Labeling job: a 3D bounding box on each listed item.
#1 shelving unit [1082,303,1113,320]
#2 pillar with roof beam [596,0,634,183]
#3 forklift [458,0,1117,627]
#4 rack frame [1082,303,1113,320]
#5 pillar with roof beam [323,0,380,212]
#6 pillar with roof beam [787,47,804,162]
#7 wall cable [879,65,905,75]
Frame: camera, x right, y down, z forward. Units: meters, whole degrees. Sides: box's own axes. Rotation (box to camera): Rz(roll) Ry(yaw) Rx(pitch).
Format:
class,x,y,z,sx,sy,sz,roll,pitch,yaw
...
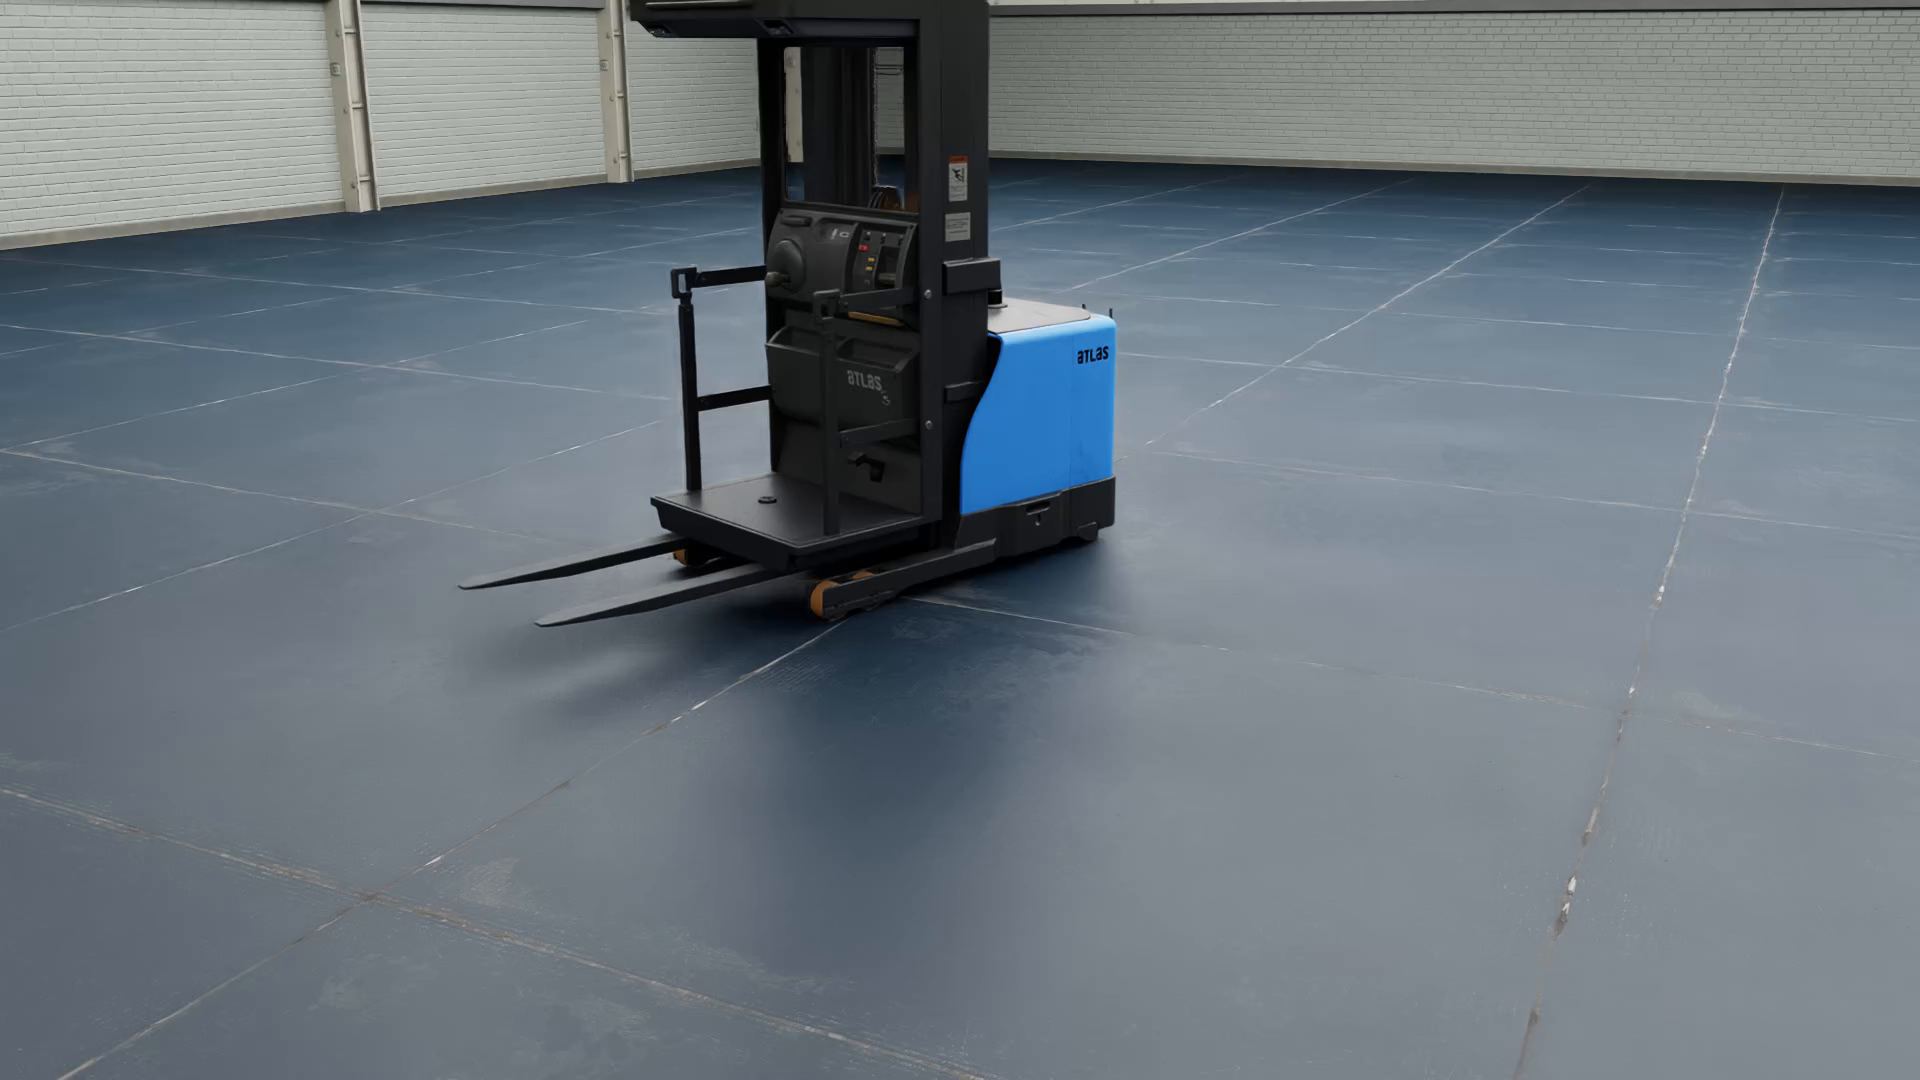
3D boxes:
class,x,y,z,sx,sy,sz,roll,pitch,yaw
shelving unit,0.592,-0.636,8.321,0.252,1.050,0.215,-15,22,-41
pillar with roof beam,-2.117,-10.061,26.093,9.100,9.000,0.400,8,18,25
forklift,-0.672,-1.236,7.037,3.031,2.935,1.130,-15,22,-41
rack frame,0.682,-0.660,8.401,0.008,1.050,0.200,-15,22,-41
pillar with roof beam,-4.798,-8.533,20.948,9.100,9.000,0.400,8,18,25
pillar with roof beam,0.564,-11.589,31.239,9.100,9.000,0.400,8,18,25
wall cable,-0.787,-11.231,35.485,3.097,2.526,0.112,8,18,25
